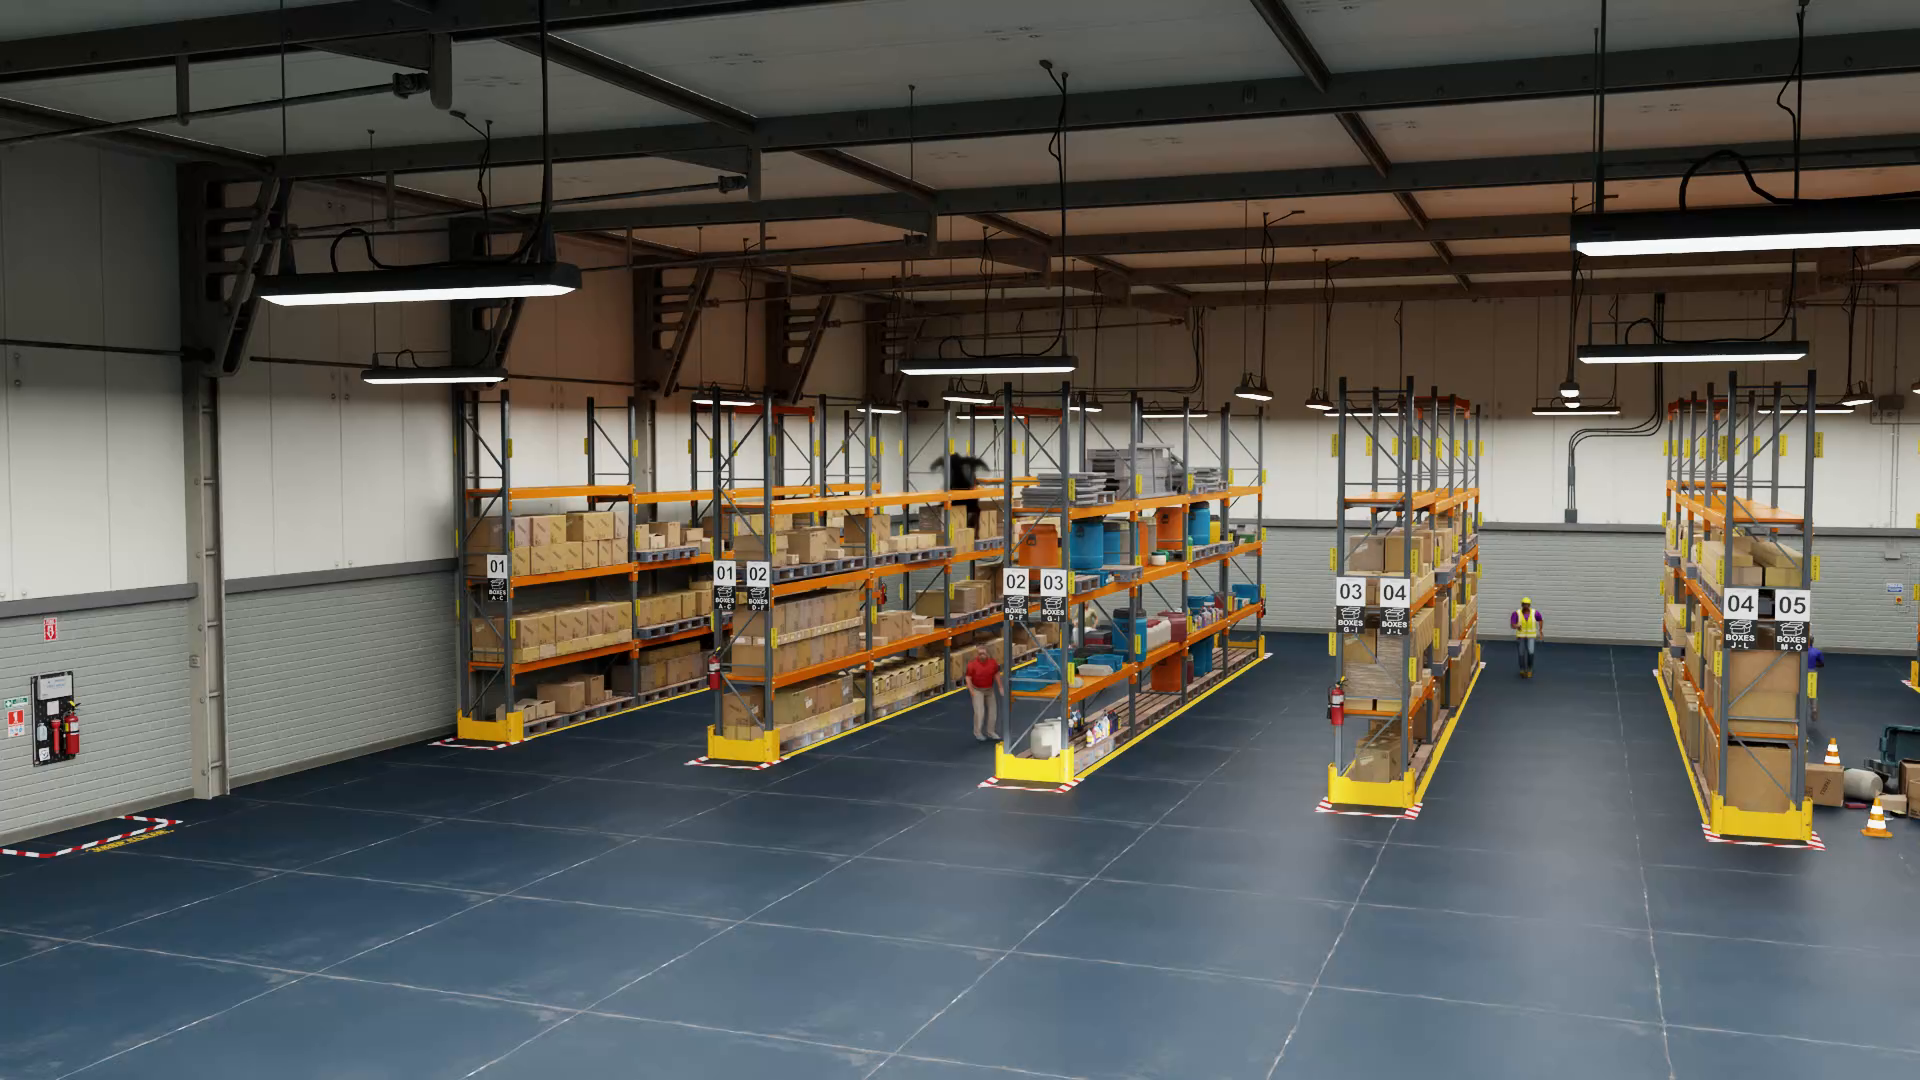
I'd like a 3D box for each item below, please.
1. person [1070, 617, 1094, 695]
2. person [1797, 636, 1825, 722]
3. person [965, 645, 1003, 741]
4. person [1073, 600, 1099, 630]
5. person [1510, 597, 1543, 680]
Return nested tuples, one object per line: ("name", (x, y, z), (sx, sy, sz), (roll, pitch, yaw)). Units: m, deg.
("person", (2.574, 2.343, 33.449), (0.688, 1.648, 0.867), (2, 4, 36))
("person", (15.370, 2.523, 30.157), (0.573, 1.610, 0.866), (1, 3, 20))
("person", (0.407, 2.613, 28.529), (0.664, 1.670, 0.563), (-1, 3, -21))
("person", (2.860, 2.113, 37.873), (0.592, 1.633, 0.764), (0, 3, 6))
("person", (12.309, 2.136, 36.141), (0.684, 1.786, 0.801), (1, 3, 17))
